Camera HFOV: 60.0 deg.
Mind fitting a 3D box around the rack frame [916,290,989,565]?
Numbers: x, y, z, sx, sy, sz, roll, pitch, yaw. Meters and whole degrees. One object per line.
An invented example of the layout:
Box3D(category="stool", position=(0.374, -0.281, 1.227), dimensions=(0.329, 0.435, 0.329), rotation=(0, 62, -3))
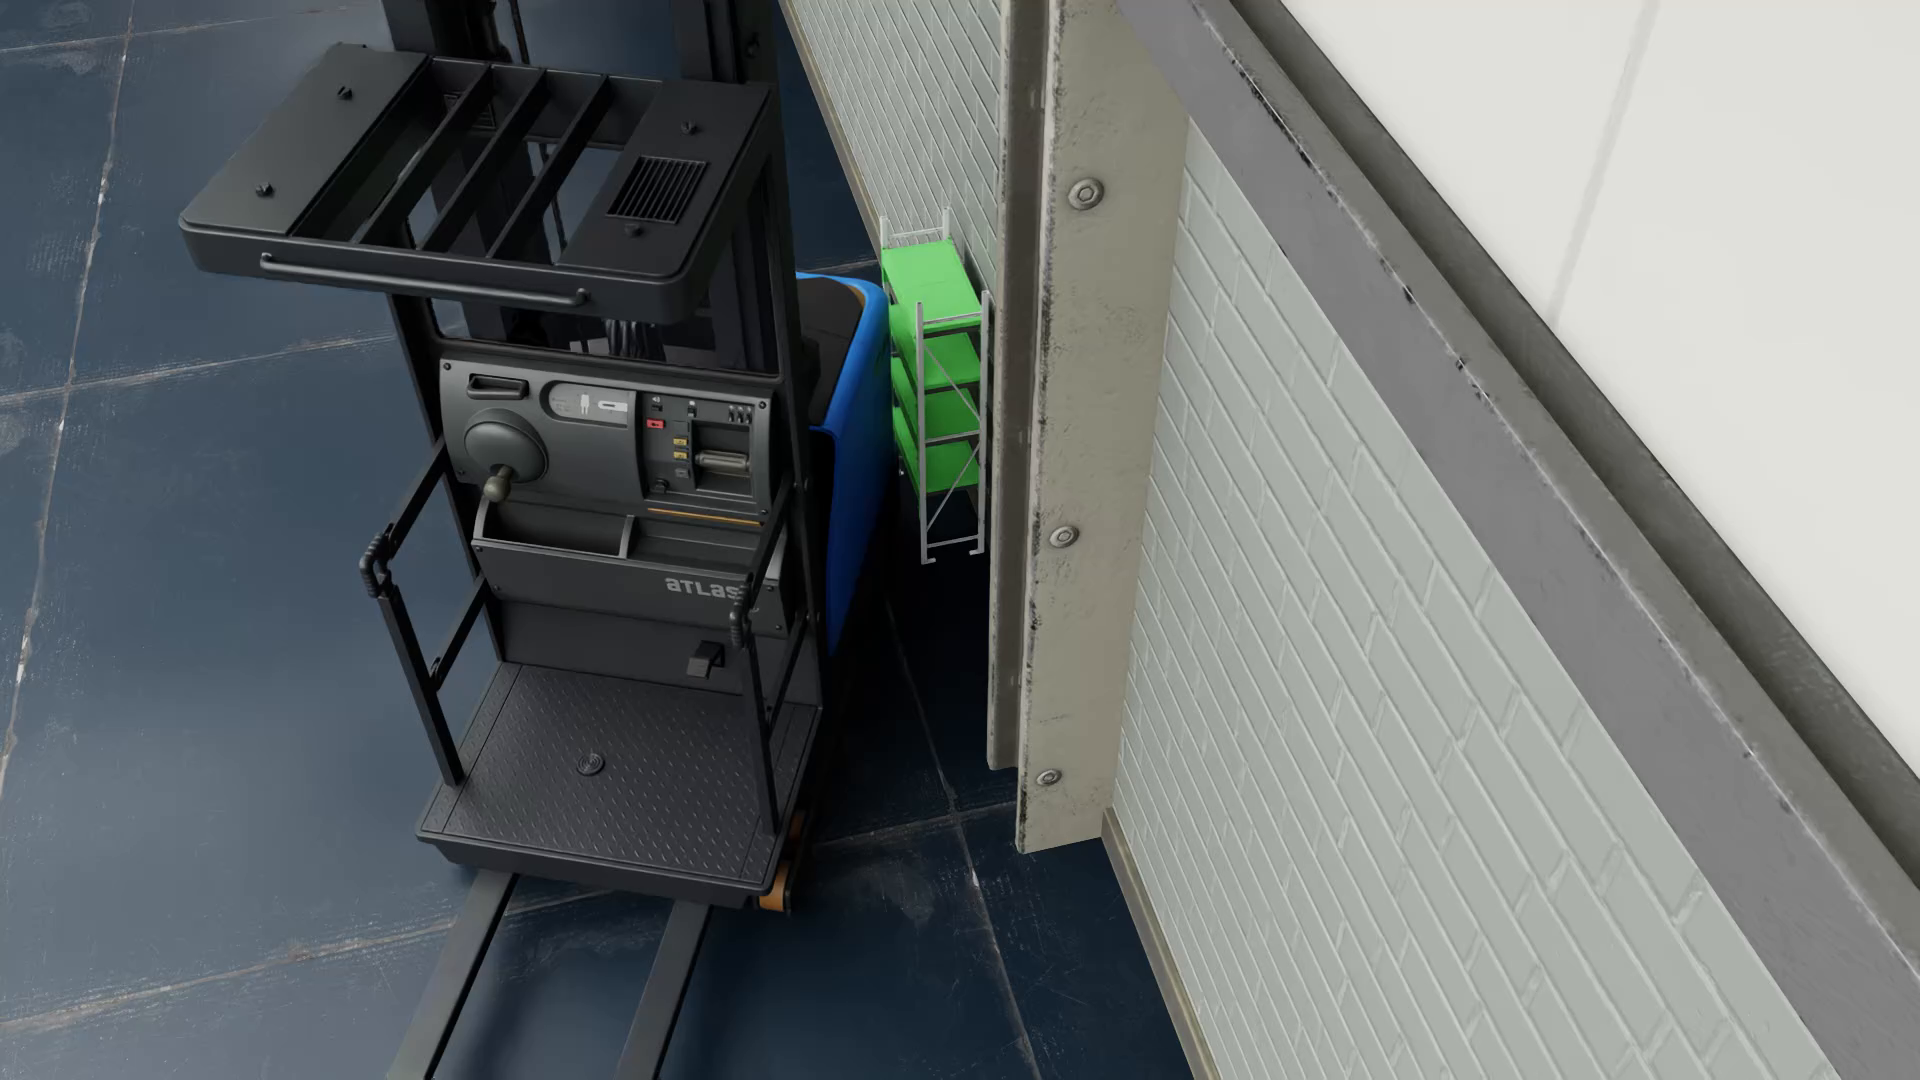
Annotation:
Box3D(category="rack frame", position=(-0.026, -0.357, 5.759), dimensions=(0.240, 1.200, 0.015), rotation=(-11, 47, -11))

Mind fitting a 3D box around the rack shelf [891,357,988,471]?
Box3D(category="rack shelf", position=(-0.091, -0.480, 5.969), dimensions=(0.258, 0.148, 0.480), rotation=(-11, 47, -11))

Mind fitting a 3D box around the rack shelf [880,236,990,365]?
Box3D(category="rack shelf", position=(-0.089, -0.816, 5.627), dimensions=(0.258, 0.148, 0.480), rotation=(-11, 47, -11))

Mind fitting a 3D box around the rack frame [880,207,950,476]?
Box3D(category="rack frame", position=(-0.155, -0.693, 6.088), dimensions=(0.240, 1.200, 0.015), rotation=(-11, 47, -11))

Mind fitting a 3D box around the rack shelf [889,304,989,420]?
Box3D(category="rack shelf", position=(-0.090, -0.648, 5.798), dimensions=(0.258, 0.148, 0.480), rotation=(-11, 47, -11))

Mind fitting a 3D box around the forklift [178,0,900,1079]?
Box3D(category="forklift", position=(-0.997, -0.174, 4.368), dimensions=(1.130, 2.935, 3.031), rotation=(7, 46, 7))

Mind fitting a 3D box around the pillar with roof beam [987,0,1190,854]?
Box3D(category="pillar with roof beam", position=(-3.875, -1.530, 1.449), dimensions=(9.100, 9.000, 0.400), rotation=(-11, 47, -10))

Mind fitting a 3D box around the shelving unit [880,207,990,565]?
Box3D(category="shelving unit", position=(-0.091, -0.525, 5.924), dimensions=(0.258, 1.200, 0.503), rotation=(-11, 47, -11))

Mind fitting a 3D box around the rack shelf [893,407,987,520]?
Box3D(category="rack shelf", position=(-0.091, -0.312, 6.140), dimensions=(0.258, 0.148, 0.480), rotation=(-11, 47, -11))
